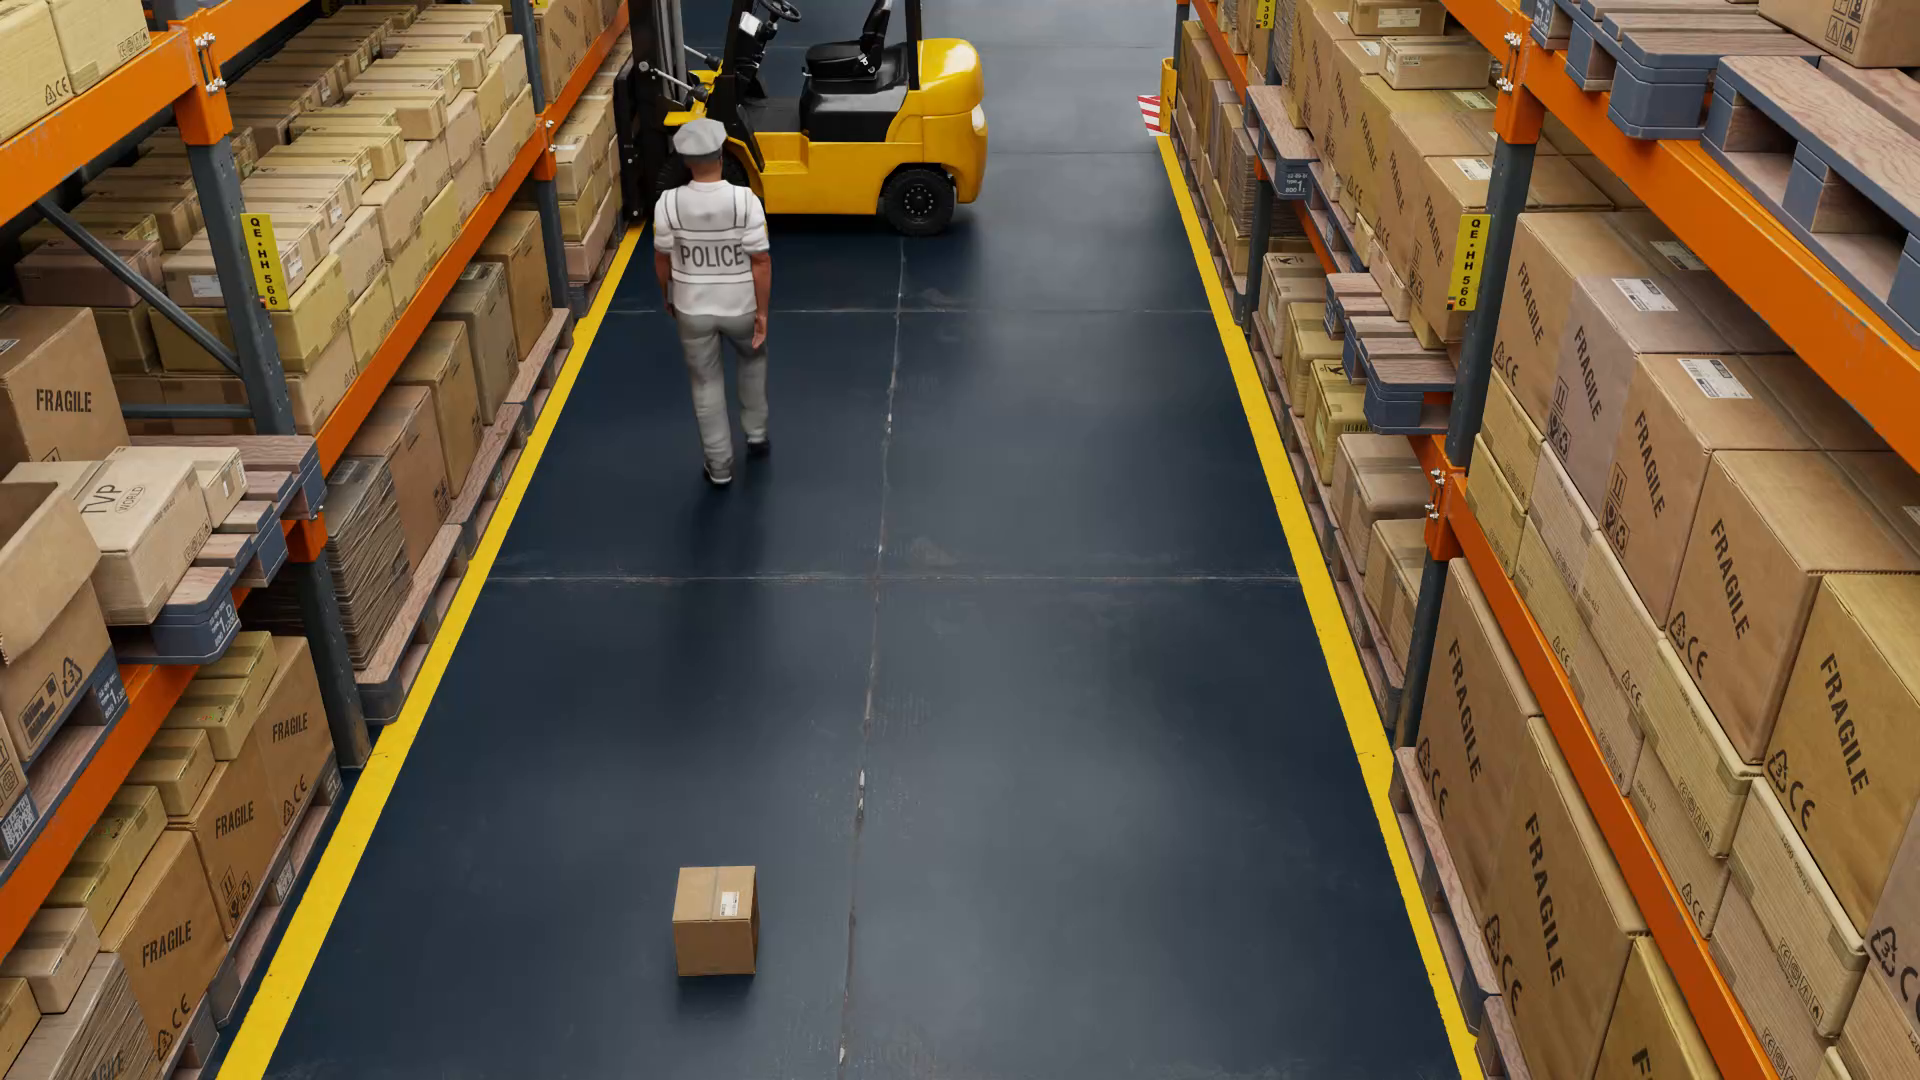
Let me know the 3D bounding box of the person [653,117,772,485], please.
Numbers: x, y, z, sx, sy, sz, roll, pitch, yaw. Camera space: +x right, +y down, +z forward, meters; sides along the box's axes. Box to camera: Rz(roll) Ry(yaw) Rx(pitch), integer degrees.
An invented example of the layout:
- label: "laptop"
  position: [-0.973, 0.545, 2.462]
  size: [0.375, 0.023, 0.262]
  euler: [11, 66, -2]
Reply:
- label: "person"
  position: [-1.171, -1.123, 7.995]
  size: [0.538, 1.848, 0.598]
  euler: [-4, 32, -7]
